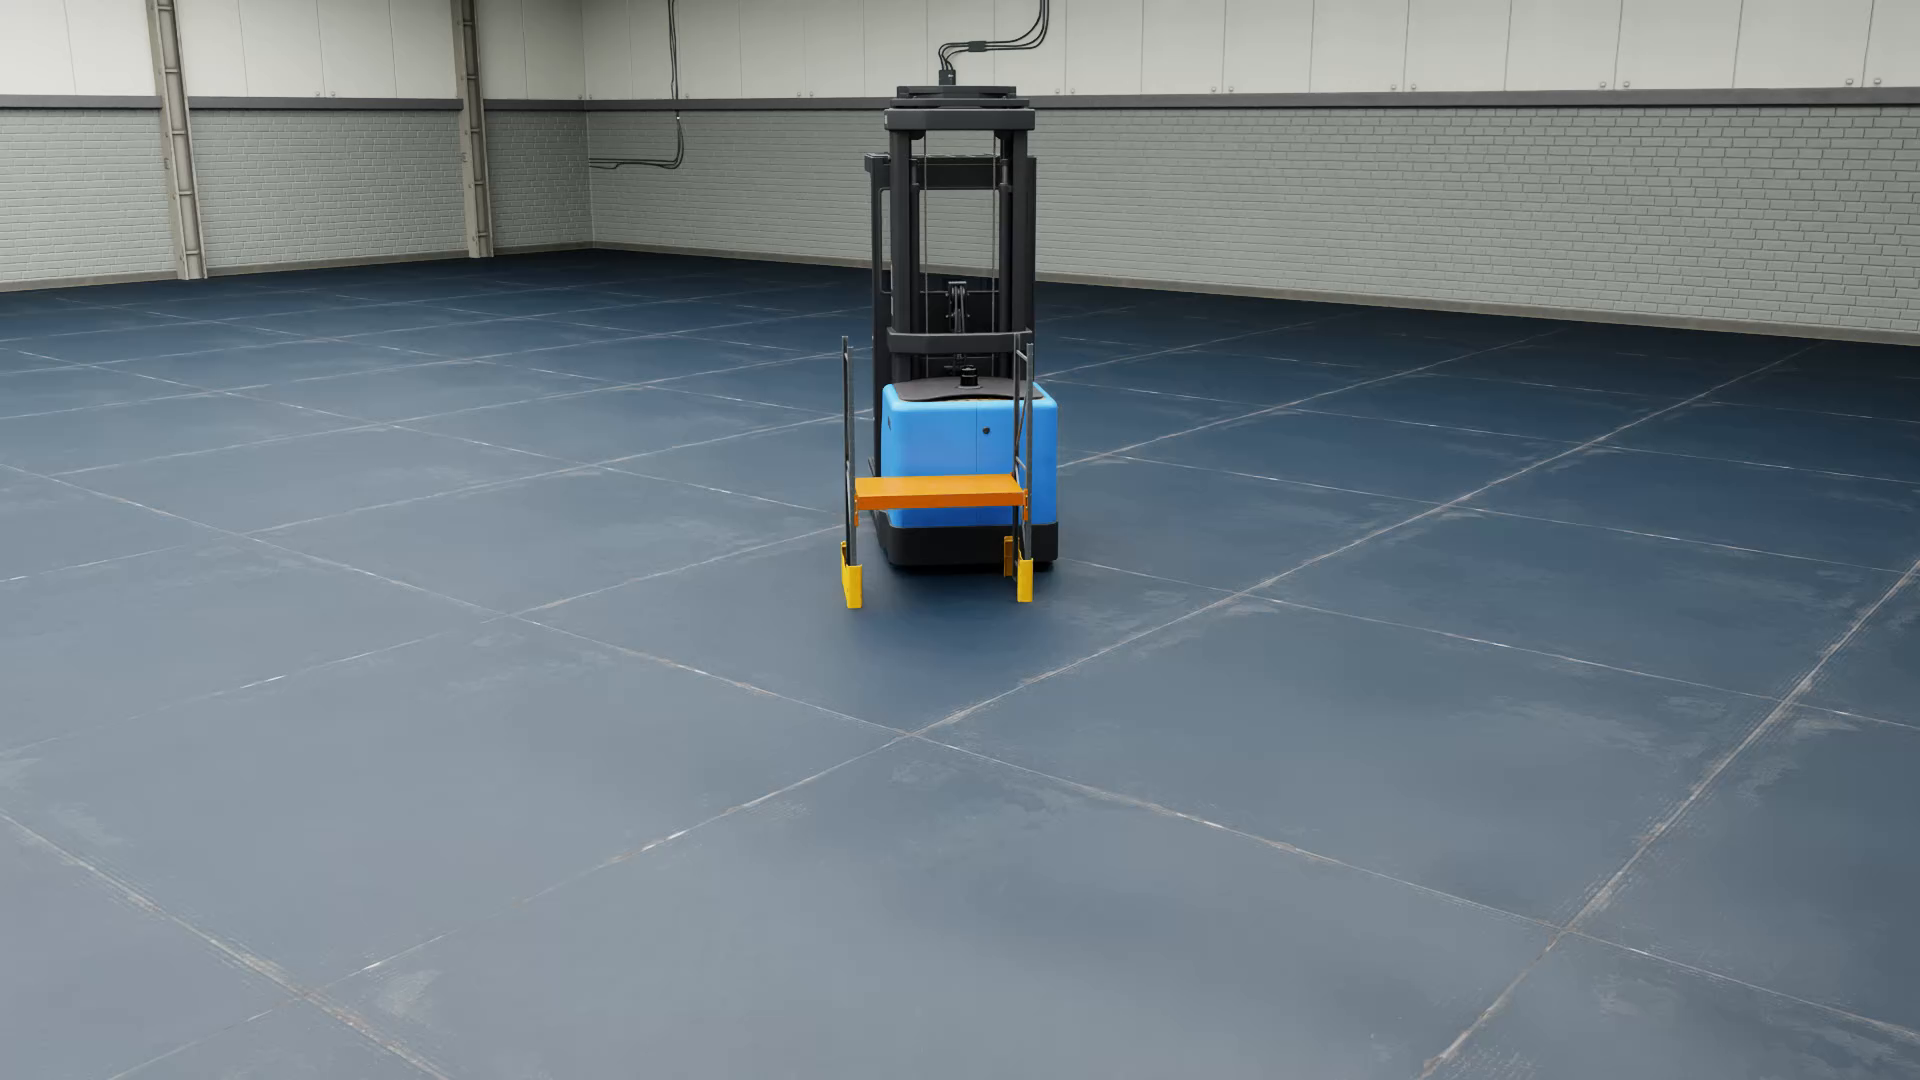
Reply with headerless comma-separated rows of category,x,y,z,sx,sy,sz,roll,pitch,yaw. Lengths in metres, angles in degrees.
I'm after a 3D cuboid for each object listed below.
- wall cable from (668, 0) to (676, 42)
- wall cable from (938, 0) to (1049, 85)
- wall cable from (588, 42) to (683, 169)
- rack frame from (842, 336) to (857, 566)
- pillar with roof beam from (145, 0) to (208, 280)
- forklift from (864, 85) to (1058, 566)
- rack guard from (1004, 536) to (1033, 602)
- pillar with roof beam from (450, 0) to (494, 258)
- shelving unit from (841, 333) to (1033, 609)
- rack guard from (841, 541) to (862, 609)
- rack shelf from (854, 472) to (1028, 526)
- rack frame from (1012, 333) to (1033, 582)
wall cable,-4.728,-10.989,32.152,3.097,2.526,0.112,11,18,38
wall cable,0.542,-10.641,27.826,2.305,6.003,0.169,11,18,38
wall cable,-6.832,-8.960,34.422,3.097,2.526,0.112,11,18,38
rack frame,-0.641,-0.405,9.670,0.032,1.500,0.500,-2,14,-7
pillar with roof beam,-10.135,-8.290,25.479,9.100,9.000,0.400,11,18,38
forklift,-0.071,-1.574,11.366,1.130,2.935,3.031,-2,14,-6
rack guard,0.348,0.170,9.948,0.087,0.250,0.587,-2,14,-7
pillar with roof beam,-6.364,-9.439,30.002,9.100,9.000,0.400,11,18,38
shelving unit,-0.146,-0.421,9.732,1.083,1.500,0.587,-2,14,-7
rack guard,-0.640,0.201,9.824,0.087,0.250,0.587,-2,14,-7
rack shelf,-0.137,-0.246,9.778,1.000,0.185,0.538,-2,14,-7
rack frame,0.367,-0.437,9.796,0.032,1.500,0.500,-2,14,-7
